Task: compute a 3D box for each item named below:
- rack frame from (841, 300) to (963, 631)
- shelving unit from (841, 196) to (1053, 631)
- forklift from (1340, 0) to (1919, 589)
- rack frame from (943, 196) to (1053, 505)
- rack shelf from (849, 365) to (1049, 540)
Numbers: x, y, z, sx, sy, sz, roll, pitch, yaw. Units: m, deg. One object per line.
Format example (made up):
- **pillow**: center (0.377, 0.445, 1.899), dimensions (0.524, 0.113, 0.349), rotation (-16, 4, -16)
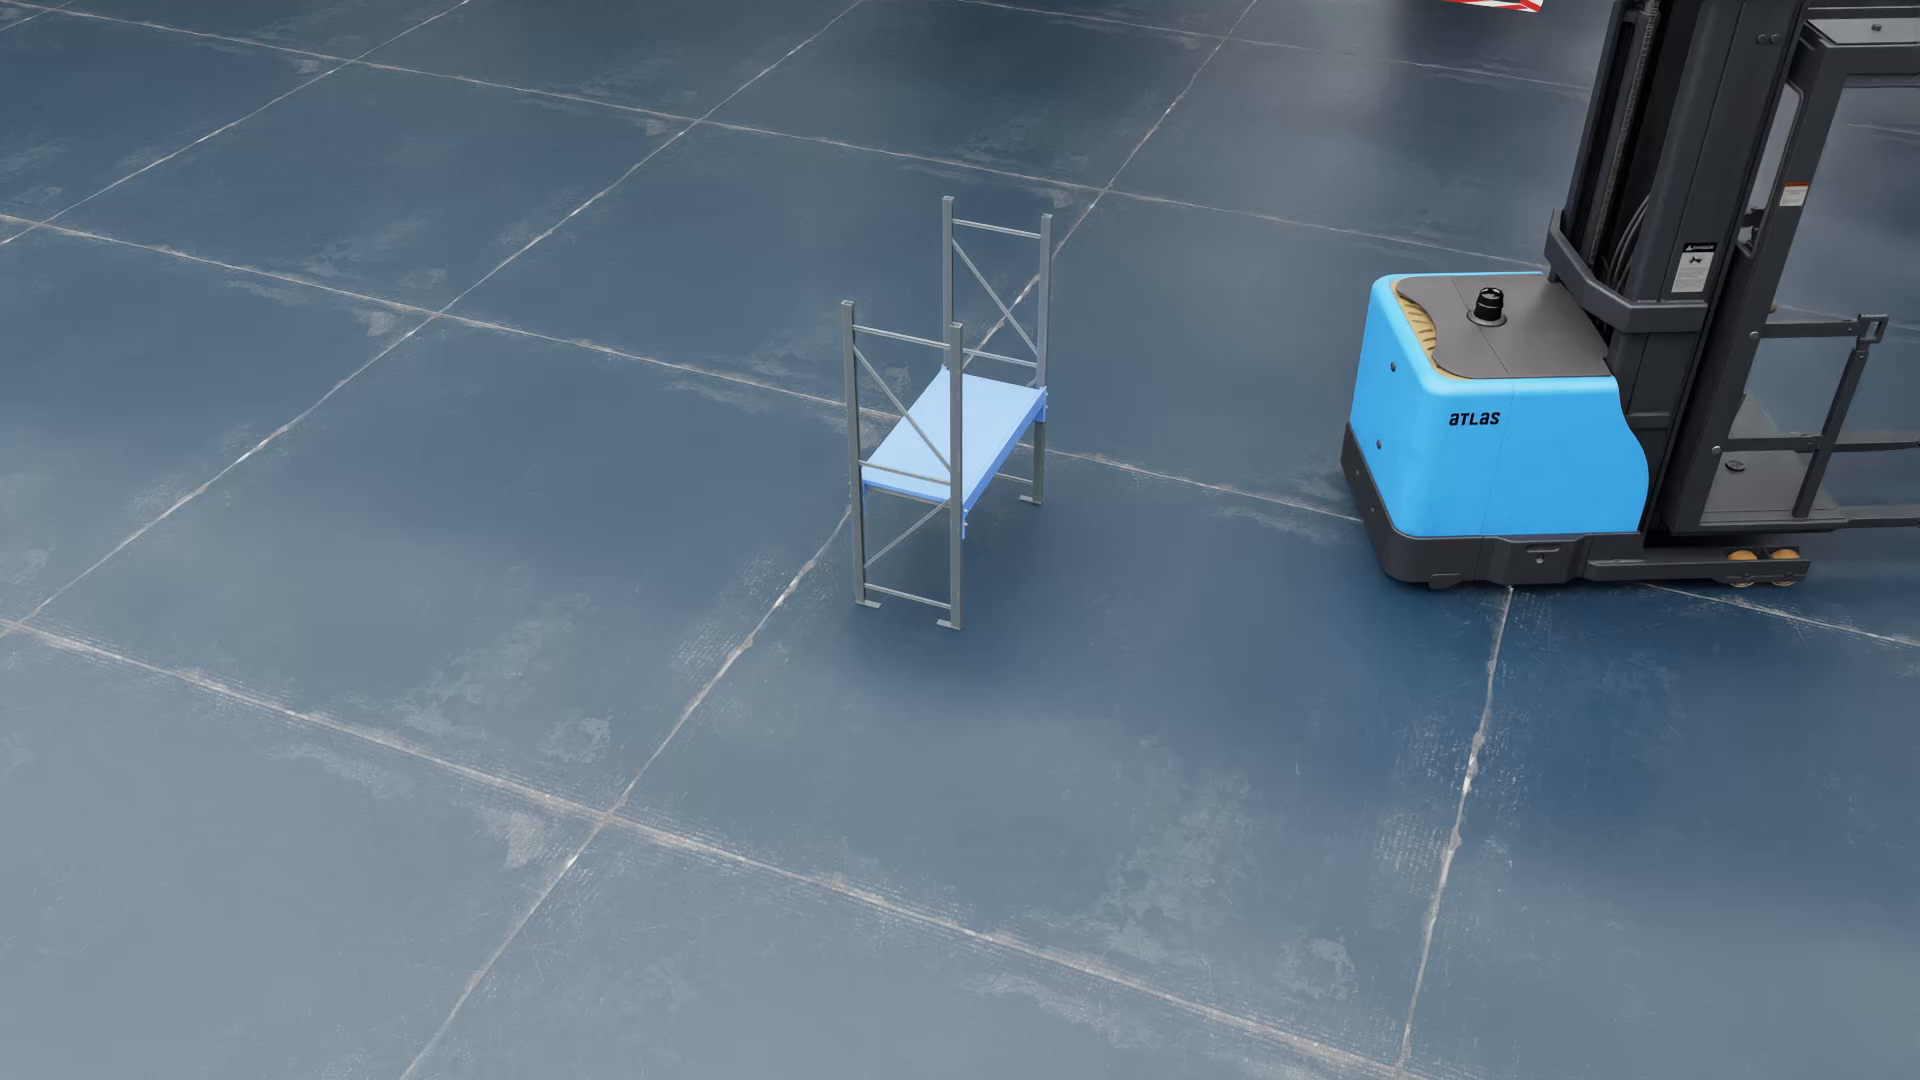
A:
- **rack frame**: center (-0.226, -0.272, 6.861), dimensions (0.500, 1.500, 0.032), rotation (14, 39, 18)
- **shelving unit**: center (-0.032, -0.553, 7.238), dimensions (0.538, 1.500, 1.048), rotation (14, 39, 18)
- **forklift**: center (3.393, -1.279, 7.013), dimensions (3.031, 2.935, 1.130), rotation (-2, 37, -2)
- **rack frame**: center (0.161, -0.835, 7.614), dimensions (0.500, 1.500, 0.032), rotation (14, 39, 18)
- **rack shelf**: center (-0.032, -0.409, 7.345), dimensions (0.538, 0.185, 1.000), rotation (14, 39, 18)
